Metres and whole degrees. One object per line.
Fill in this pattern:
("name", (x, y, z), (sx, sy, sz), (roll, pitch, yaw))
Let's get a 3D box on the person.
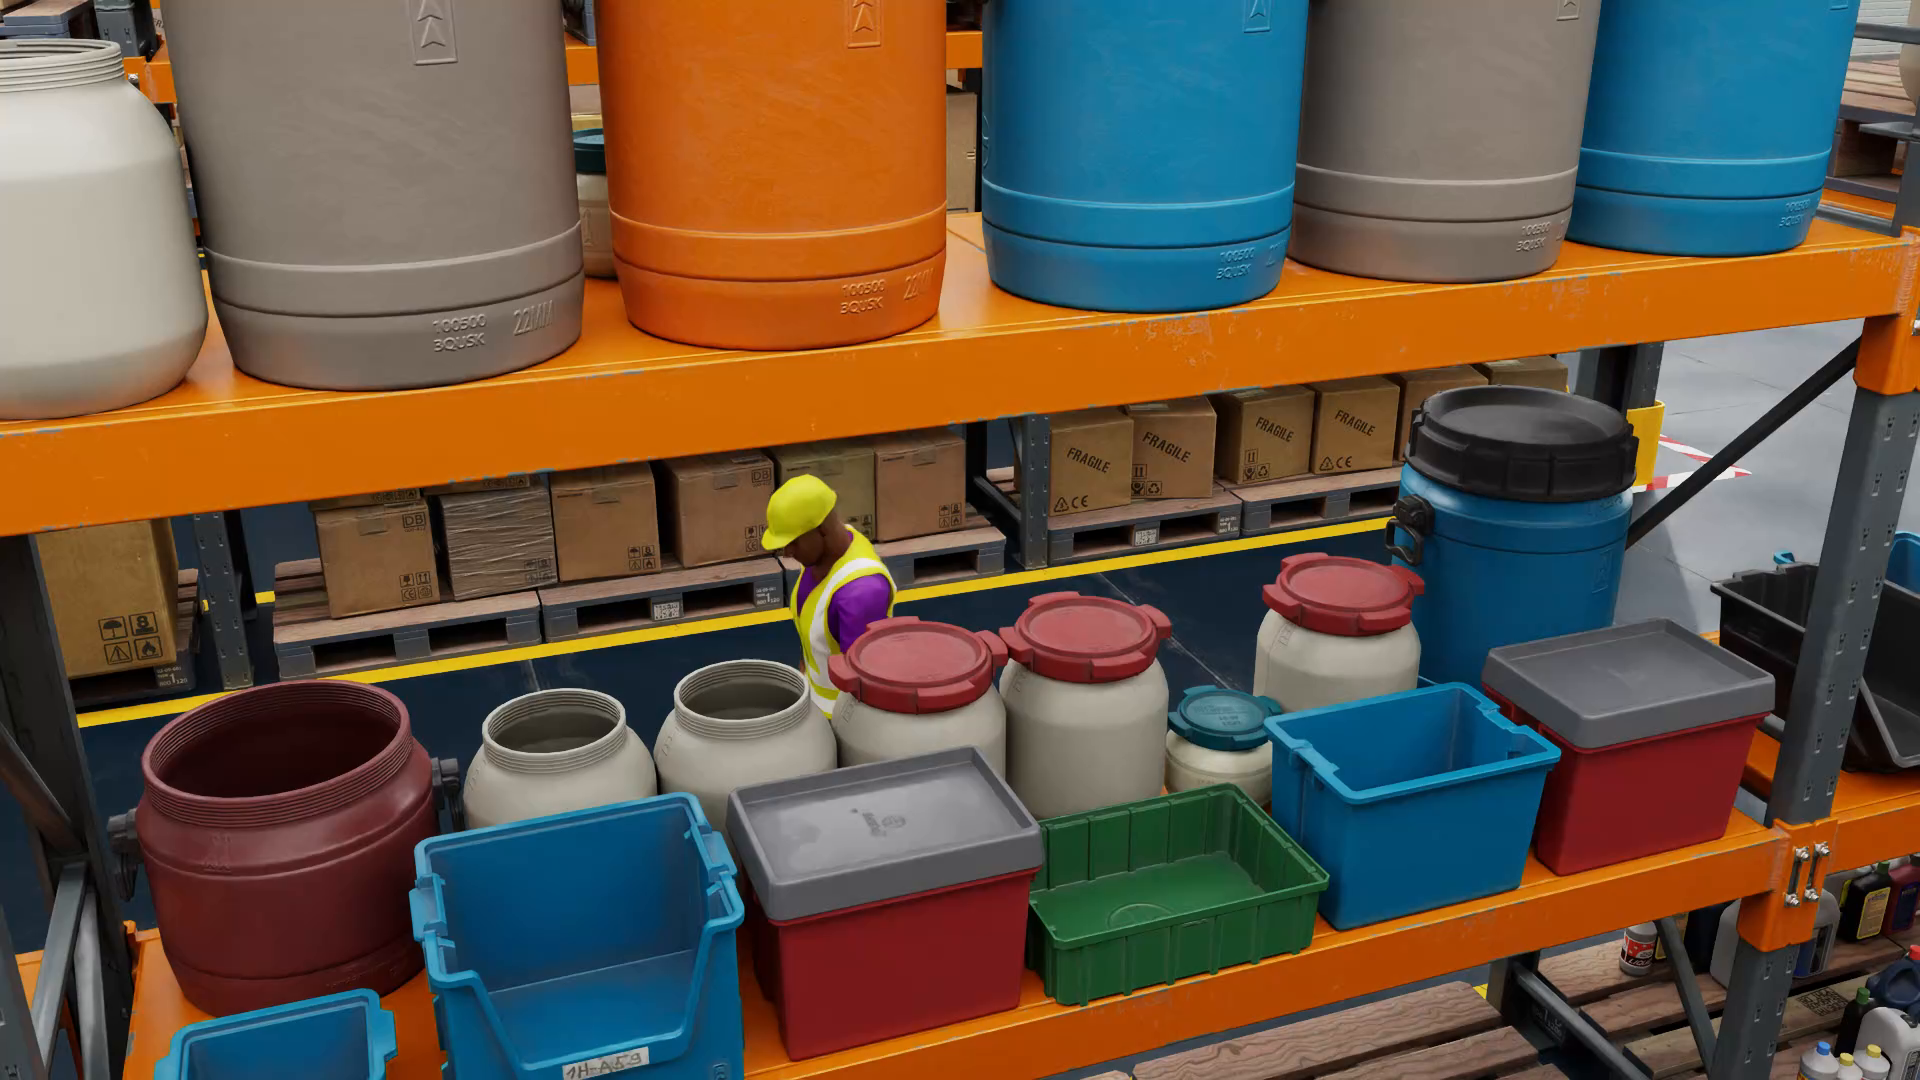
("person", (-0.430, 0.579, 5.722), (0.453, 1.717, 0.591), (-8, 24, -18))
